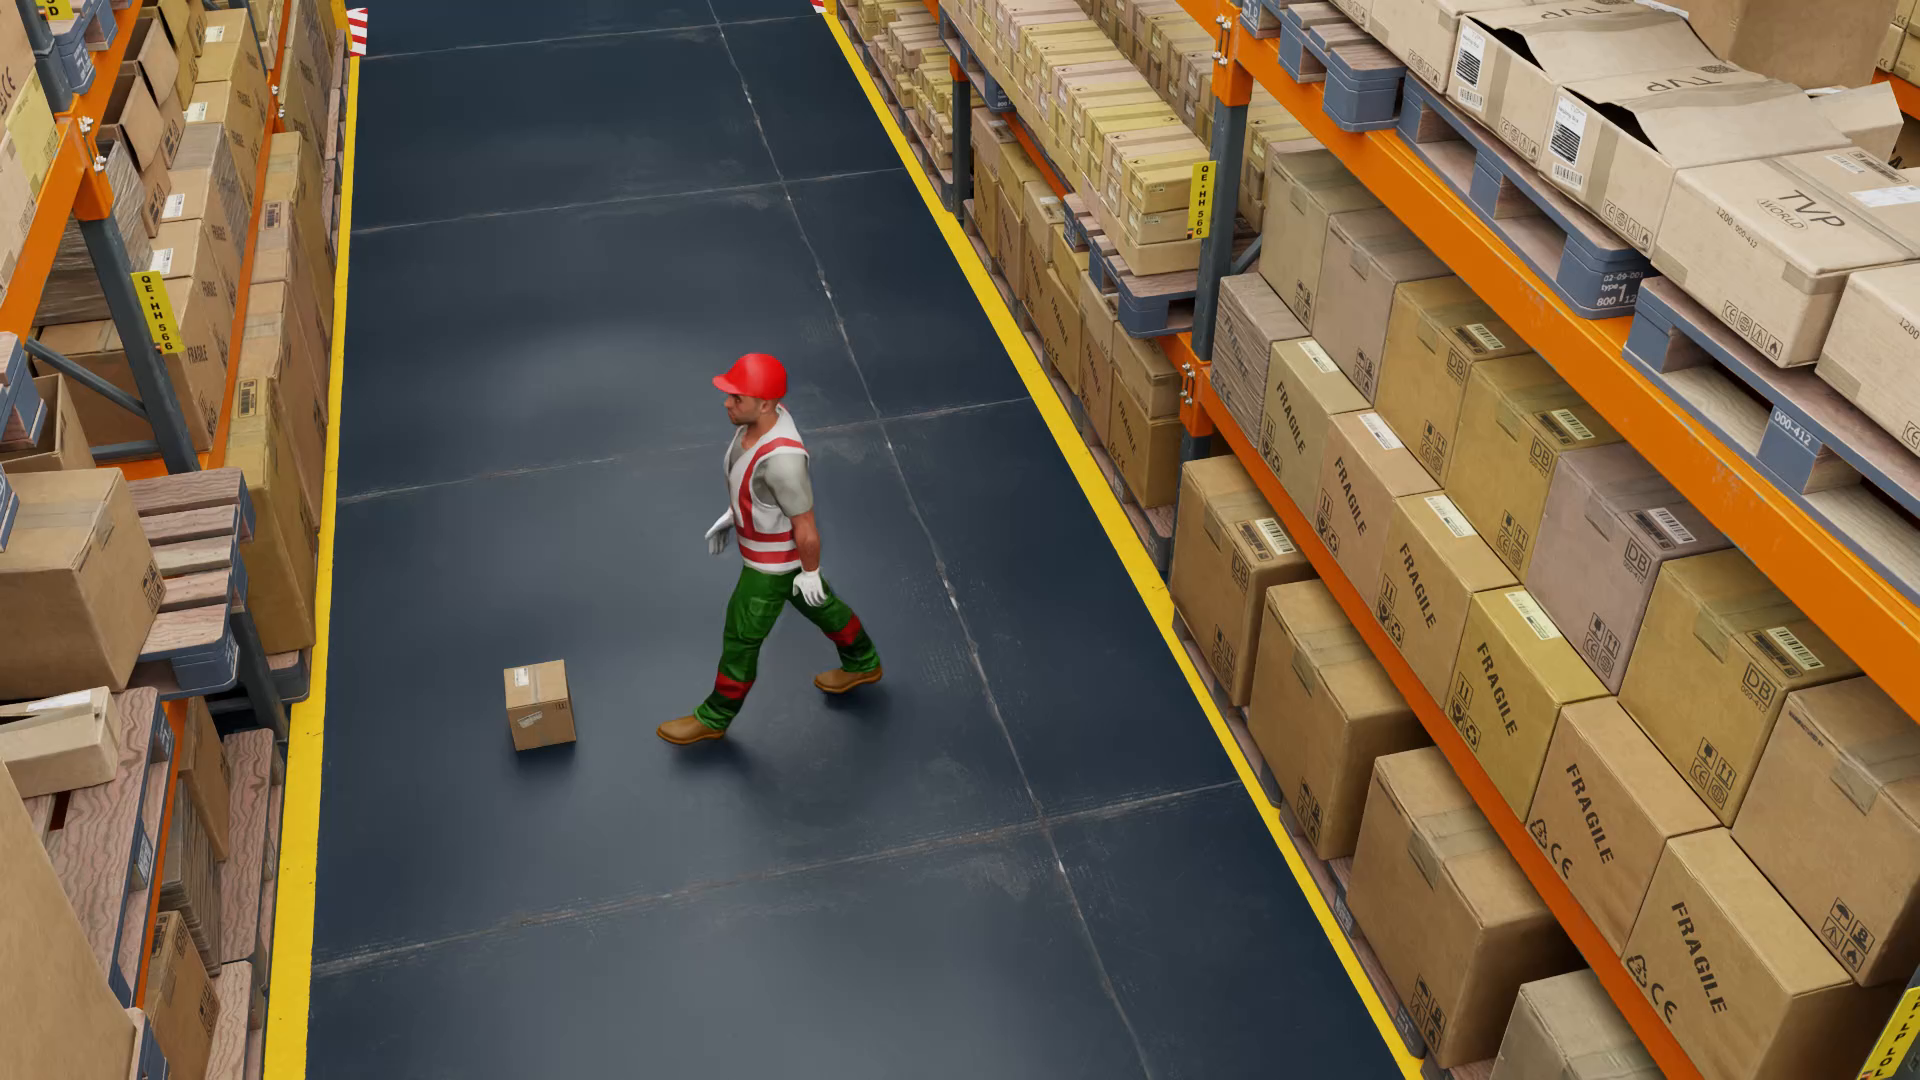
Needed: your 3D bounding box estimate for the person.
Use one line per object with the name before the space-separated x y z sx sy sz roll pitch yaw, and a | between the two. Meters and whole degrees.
person | -0.813 0.022 6.657 0.989 1.747 0.527 -7 38 -9
